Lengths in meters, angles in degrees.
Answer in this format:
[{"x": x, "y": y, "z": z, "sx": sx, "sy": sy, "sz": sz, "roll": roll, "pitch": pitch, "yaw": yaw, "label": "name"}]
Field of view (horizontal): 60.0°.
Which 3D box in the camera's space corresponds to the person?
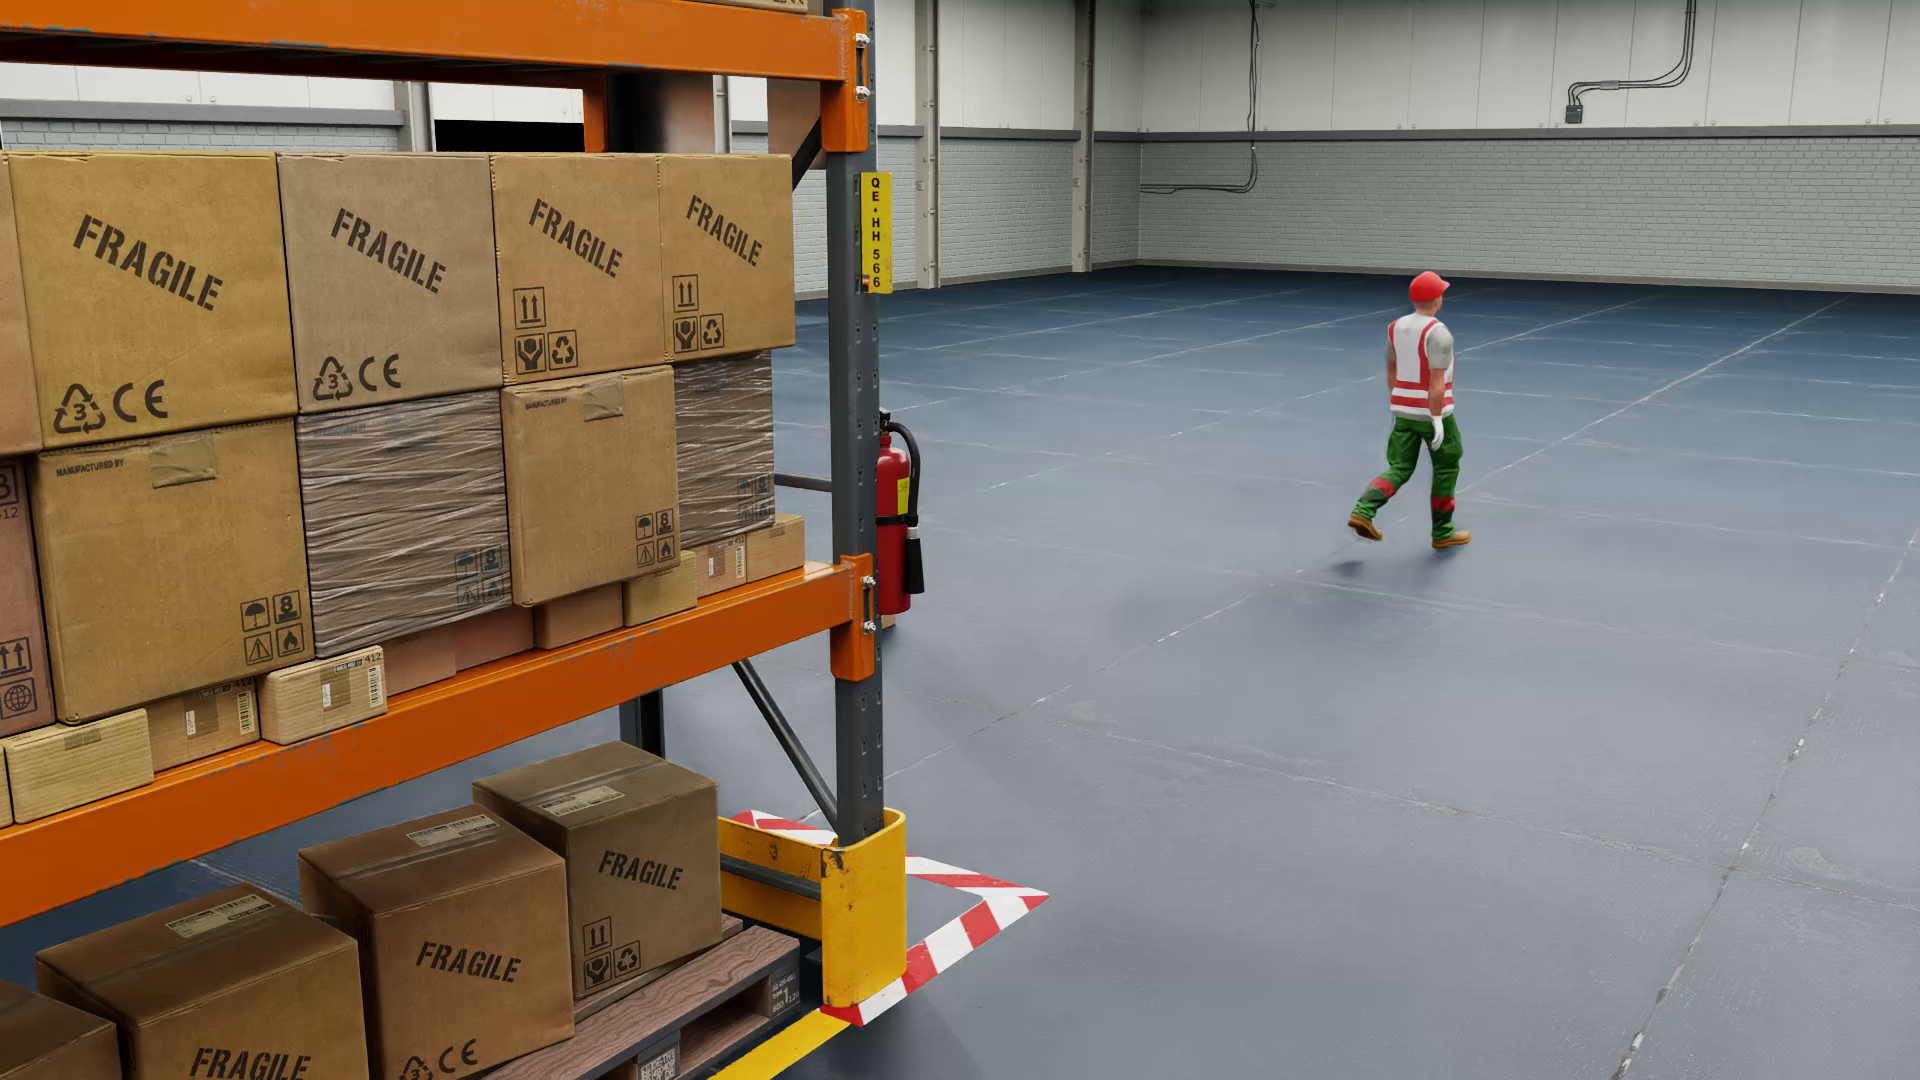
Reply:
[{"x": 2.851, "y": -0.795, "z": 10.408, "sx": 0.945, "sy": 1.760, "sz": 0.573, "roll": -8, "pitch": 15, "yaw": -32, "label": "person"}]
